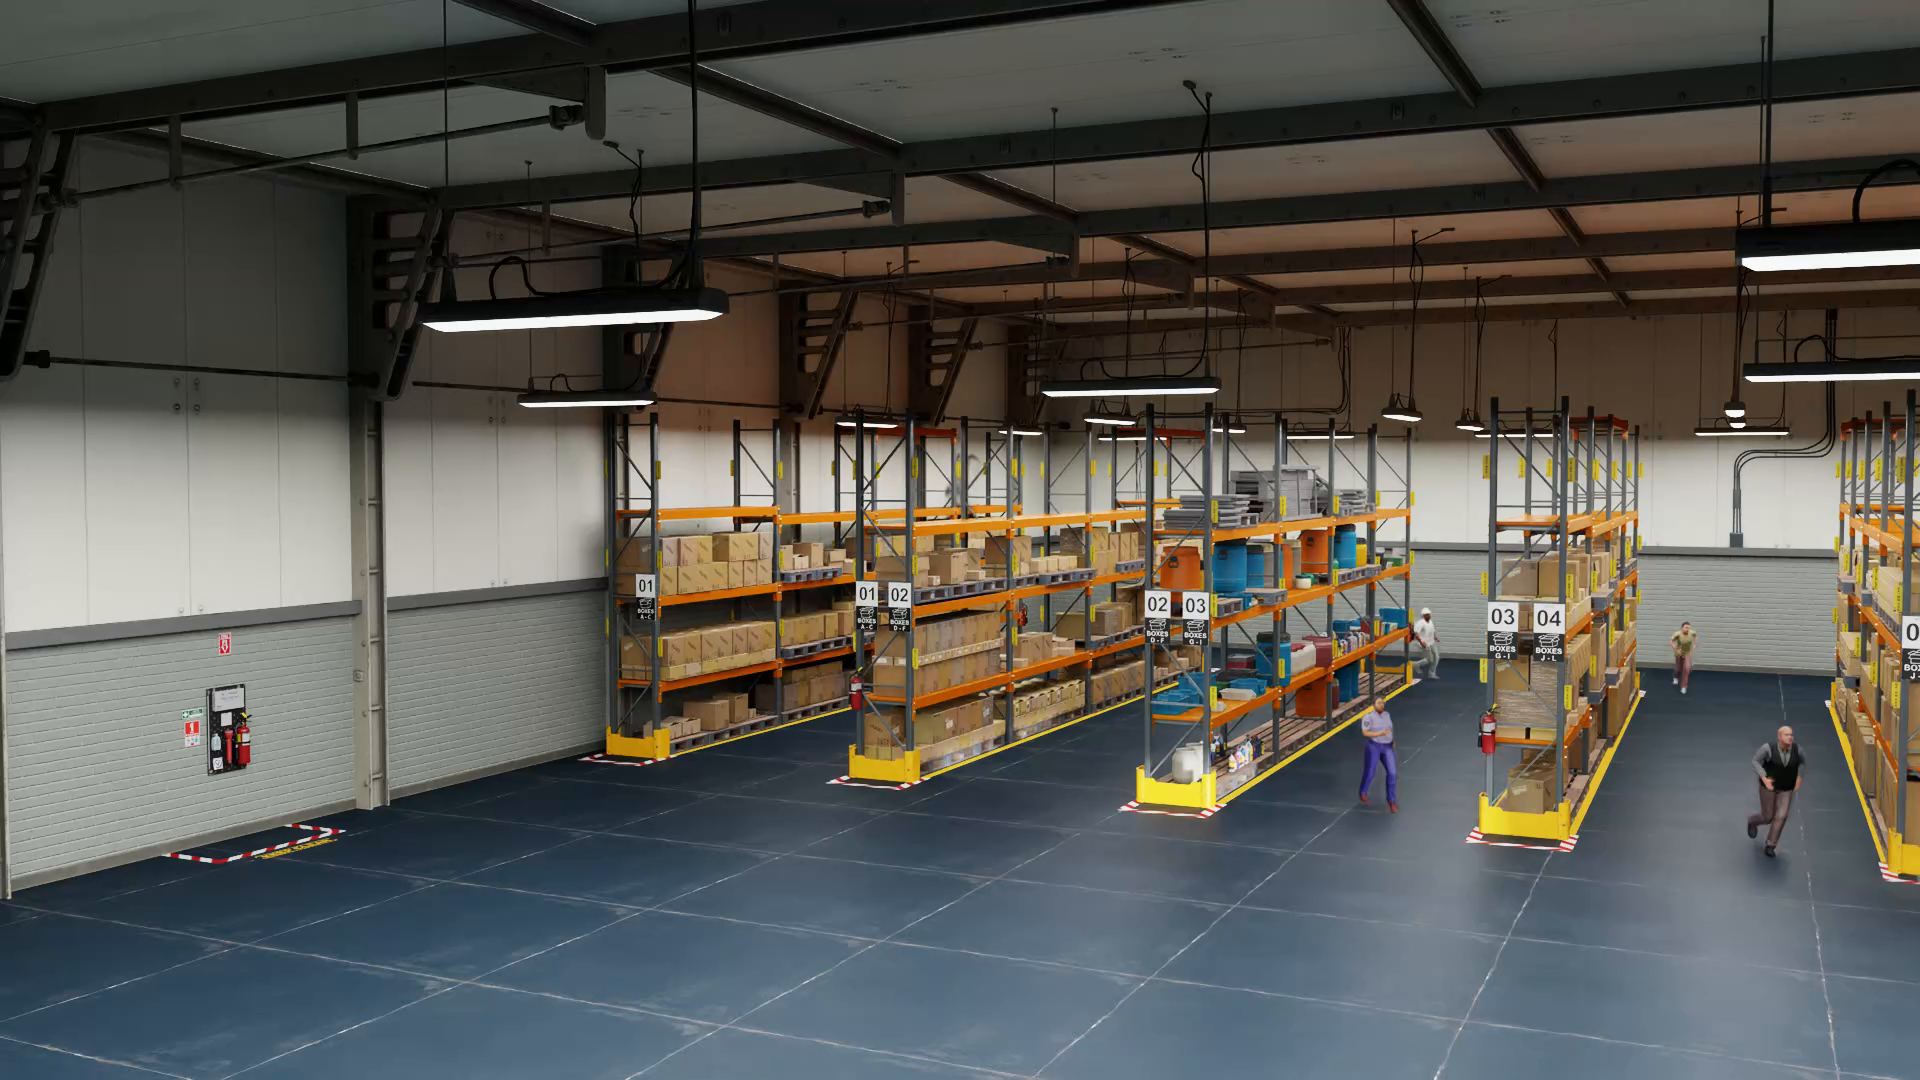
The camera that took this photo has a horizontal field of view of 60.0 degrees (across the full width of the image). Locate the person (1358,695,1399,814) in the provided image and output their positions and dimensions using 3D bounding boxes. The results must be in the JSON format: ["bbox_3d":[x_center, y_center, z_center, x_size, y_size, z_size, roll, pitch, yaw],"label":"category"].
[{"bbox_3d":[6.174,3.143,24.548,0.577,1.680,0.816,0,2,-11],"label":"person"}]

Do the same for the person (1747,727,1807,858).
[{"bbox_3d":[10.738,3.259,21.849,0.690,1.679,0.861,0,2,3],"label":"person"}]

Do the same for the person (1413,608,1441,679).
[{"bbox_3d":[11.146,2.480,39.913,0.737,1.710,0.635,-2,3,-39],"label":"person"}]

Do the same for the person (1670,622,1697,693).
[{"bbox_3d":[16.390,2.635,37.752,0.604,1.621,0.990,0,2,6],"label":"person"}]
